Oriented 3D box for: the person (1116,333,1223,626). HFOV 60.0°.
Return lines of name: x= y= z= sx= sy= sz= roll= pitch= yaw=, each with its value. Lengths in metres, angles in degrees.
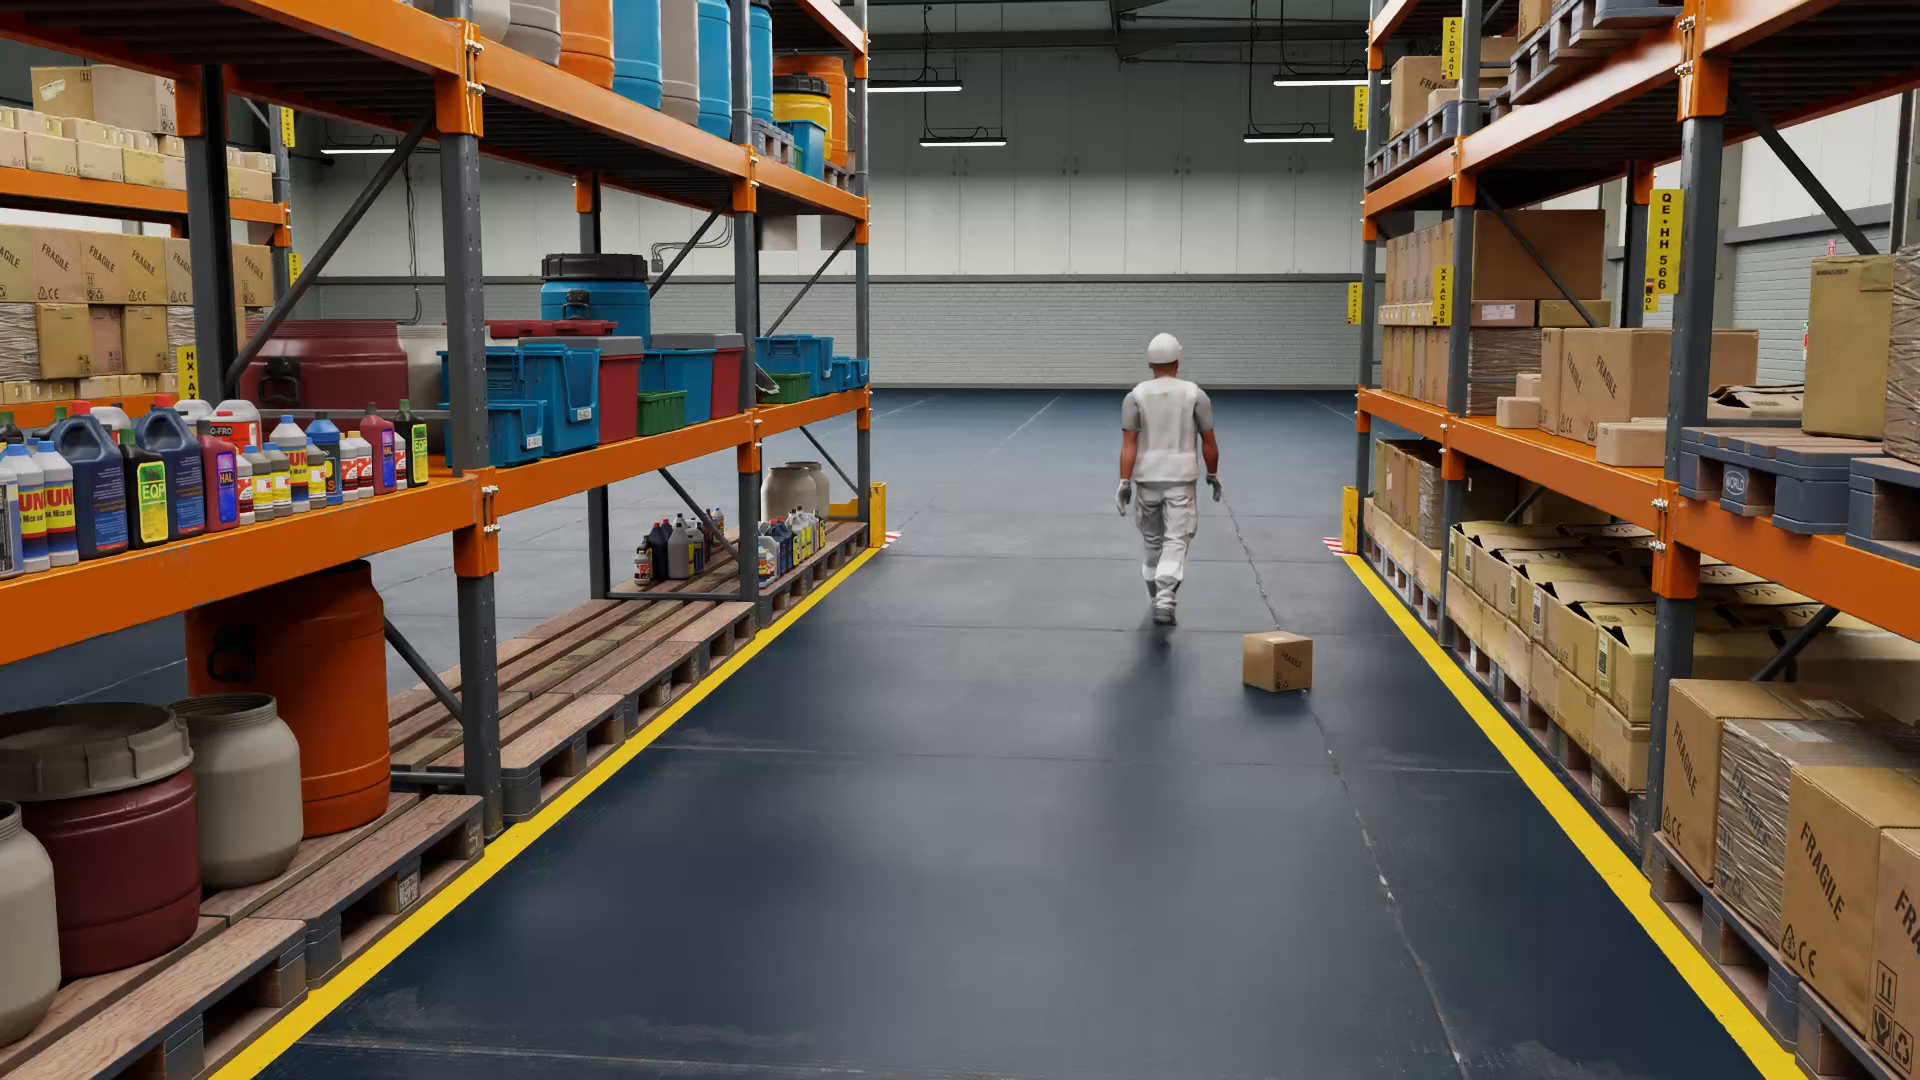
person: x=1.248 y=-0.350 z=9.886 sx=0.598 sy=1.749 sz=1.046 roll=2 pitch=8 yaw=14
